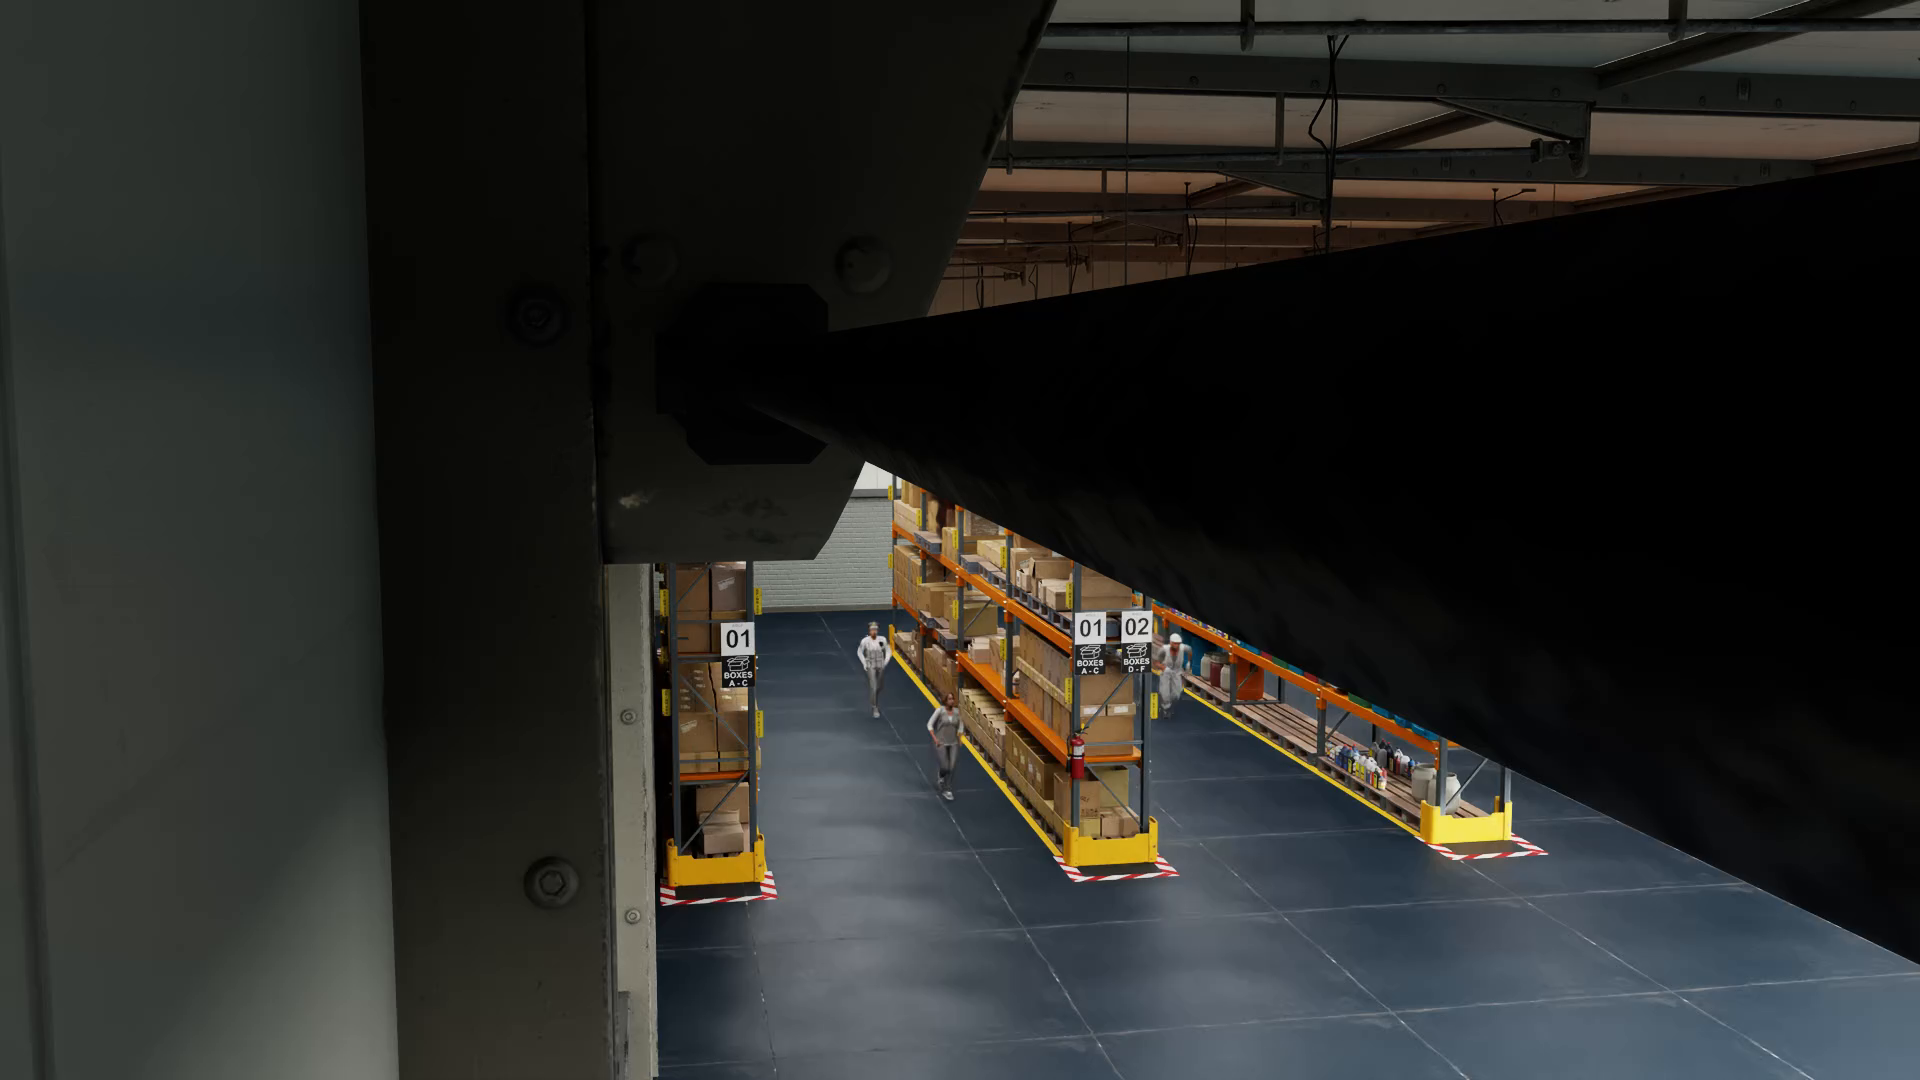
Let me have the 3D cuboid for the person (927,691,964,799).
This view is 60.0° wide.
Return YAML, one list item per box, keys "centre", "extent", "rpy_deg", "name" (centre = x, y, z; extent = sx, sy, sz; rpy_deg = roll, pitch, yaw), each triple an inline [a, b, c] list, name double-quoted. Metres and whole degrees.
- centre: [-0.193, 2.965, 24.085]
  extent: [0.538, 1.566, 0.500]
  rpy_deg: [-2, 7, -19]
  name: "person"

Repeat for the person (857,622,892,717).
- centre: [-1.537, 2.287, 29.828]
  extent: [0.616, 1.708, 0.714]
  rpy_deg: [-1, 6, -12]
  name: "person"

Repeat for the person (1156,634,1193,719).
- centre: [3.754, 2.395, 29.090]
  extent: [0.694, 1.602, 0.830]
  rpy_deg: [-1, 6, -6]
  name: "person"
